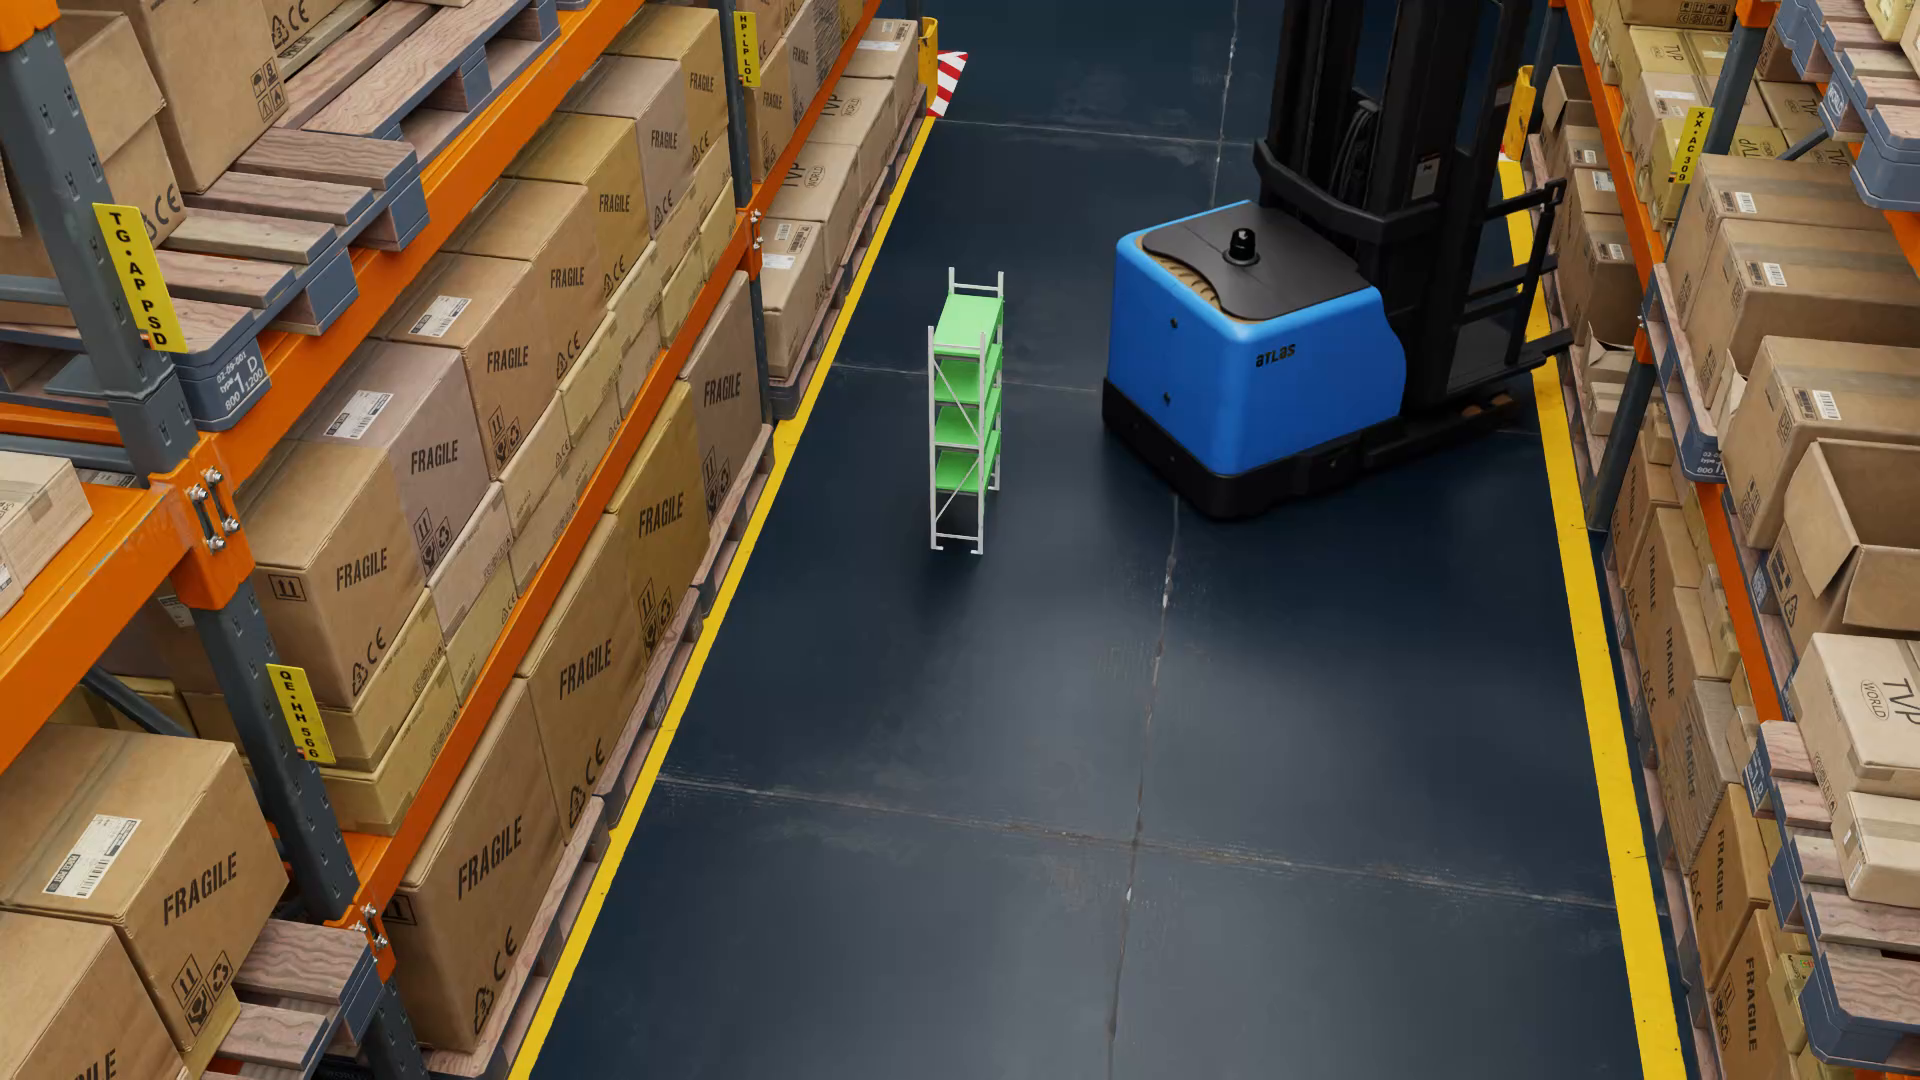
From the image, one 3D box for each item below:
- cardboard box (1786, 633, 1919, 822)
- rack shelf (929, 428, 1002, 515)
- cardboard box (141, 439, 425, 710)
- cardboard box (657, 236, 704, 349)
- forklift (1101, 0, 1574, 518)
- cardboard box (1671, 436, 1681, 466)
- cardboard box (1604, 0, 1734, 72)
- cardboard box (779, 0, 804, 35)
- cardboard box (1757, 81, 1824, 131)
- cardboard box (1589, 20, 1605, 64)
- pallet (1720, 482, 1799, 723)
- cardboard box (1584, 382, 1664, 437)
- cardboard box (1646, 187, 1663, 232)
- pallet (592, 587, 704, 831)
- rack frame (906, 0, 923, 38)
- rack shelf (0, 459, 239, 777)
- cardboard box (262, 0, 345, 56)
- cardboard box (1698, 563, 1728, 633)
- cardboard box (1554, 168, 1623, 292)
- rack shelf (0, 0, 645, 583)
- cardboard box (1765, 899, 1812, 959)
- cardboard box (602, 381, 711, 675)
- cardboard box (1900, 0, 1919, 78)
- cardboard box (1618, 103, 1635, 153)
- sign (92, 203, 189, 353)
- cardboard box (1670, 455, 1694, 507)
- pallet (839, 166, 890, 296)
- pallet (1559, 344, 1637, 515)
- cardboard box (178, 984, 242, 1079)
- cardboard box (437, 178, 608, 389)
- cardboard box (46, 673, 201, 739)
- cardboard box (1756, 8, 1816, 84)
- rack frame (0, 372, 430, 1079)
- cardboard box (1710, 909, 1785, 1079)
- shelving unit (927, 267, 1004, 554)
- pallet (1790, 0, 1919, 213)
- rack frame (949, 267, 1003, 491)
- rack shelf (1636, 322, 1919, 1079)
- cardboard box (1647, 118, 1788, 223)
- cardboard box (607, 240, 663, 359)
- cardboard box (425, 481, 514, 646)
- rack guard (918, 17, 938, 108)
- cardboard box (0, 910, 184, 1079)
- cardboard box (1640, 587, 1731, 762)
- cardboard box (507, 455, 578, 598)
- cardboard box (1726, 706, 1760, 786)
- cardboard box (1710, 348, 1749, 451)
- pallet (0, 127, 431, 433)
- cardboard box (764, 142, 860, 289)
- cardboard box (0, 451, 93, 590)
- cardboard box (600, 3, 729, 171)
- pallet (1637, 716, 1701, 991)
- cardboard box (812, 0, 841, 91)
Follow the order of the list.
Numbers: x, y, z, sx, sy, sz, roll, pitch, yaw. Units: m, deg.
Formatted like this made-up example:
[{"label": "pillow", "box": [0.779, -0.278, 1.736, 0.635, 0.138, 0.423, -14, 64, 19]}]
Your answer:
[{"label": "cardboard box", "box": [2.617, 0.529, 4.544, 0.500, 0.250, 0.500, 5, 40, 6]}, {"label": "rack shelf", "box": [0.029, -0.332, 7.687, 0.258, 0.148, 0.480, 6, 40, 8]}, {"label": "cardboard box", "box": [-1.810, 0.080, 4.436, 0.500, 0.500, 0.500, 5, 40, 6]}, {"label": "cardboard box", "box": [-1.363, -1.037, 6.768, 0.500, 0.250, 0.500, 6, 40, 7]}, {"label": "forklift", "box": [2.254, -1.915, 7.765, 3.031, 2.935, 1.130, -20, 43, -22]}, {"label": "cardboard box", "box": [3.123, -0.378, 6.743, 0.380, 0.149, 0.250, 5, 40, 6]}, {"label": "cardboard box", "box": [3.554, -2.533, 8.344, 0.500, 0.250, 0.500, 5, 40, 7]}, {"label": "cardboard box", "box": [-1.030, -2.736, 7.842, 0.500, 0.500, 0.500, 6, 40, 7]}, {"label": "cardboard box", "box": [3.877, -1.832, 7.497, 0.500, 0.250, 0.500, 6, 40, 7]}, {"label": "cardboard box", "box": [3.538, -2.614, 8.754, 0.380, 0.149, 0.250, 5, 40, 6]}, {"label": "pallet", "box": [3.085, 0.184, 5.324, 1.003, 0.211, 1.213, 6, 40, 8]}, {"label": "cardboard box", "box": [3.252, -0.624, 8.059, 0.380, 0.149, 0.250, 5, 40, 6]}, {"label": "cardboard box", "box": [3.275, -1.476, 7.378, 0.380, 0.149, 0.250, 7, 40, 9]}, {"label": "pallet", "box": [-1.712, 0.611, 6.845, 1.003, 0.211, 1.213, 6, 40, 8]}, {"label": "rack frame", "box": [-0.752, -4.234, 10.517, 1.000, 3.000, 0.127, 6, 40, 8]}, {"label": "rack shelf", "box": [-2.483, 1.163, 2.200, 1.077, 0.370, 4.000, 6, 40, 8]}, {"label": "cardboard box", "box": [-2.117, -1.708, 4.700, 0.500, 0.500, 0.500, 7, 40, 8]}, {"label": "cardboard box", "box": [3.002, 0.239, 6.230, 0.380, 0.149, 0.250, 6, 40, 8]}, {"label": "cardboard box", "box": [3.562, -1.662, 9.038, 0.500, 0.500, 0.500, 7, 40, 8]}, {"label": "rack shelf", "box": [-1.790, -1.348, 5.236, 1.077, 0.370, 4.000, 6, 40, 8]}, {"label": "cardboard box", "box": [2.695, 1.210, 5.056, 0.380, 0.149, 0.250, 5, 40, 6]}, {"label": "cardboard box", "box": [-1.621, -0.101, 6.856, 0.875, 0.875, 0.875, 7, 40, 9]}, {"label": "cardboard box", "box": [2.761, -1.328, 4.437, 0.380, 0.149, 0.250, 7, 40, 9]}, {"label": "cardboard box", "box": [3.385, -1.967, 7.972, 0.380, 0.149, 0.250, 6, 40, 7]}, {"label": "sign", "box": [-1.602, -0.508, 3.250, 0.100, 0.325, 0.005, 6, 40, 8]}, {"label": "cardboard box", "box": [3.149, -0.249, 6.821, 0.380, 0.149, 0.250, 5, 40, 6]}, {"label": "pallet", "box": [-1.027, -1.886, 9.865, 1.003, 0.211, 1.213, 6, 40, 8]}, {"label": "pallet", "box": [3.565, -0.535, 8.232, 1.003, 0.211, 1.213, 6, 40, 8]}, {"label": "cardboard box", "box": [-1.937, 1.129, 3.898, 0.380, 0.149, 0.250, 7, 40, 8]}, {"label": "cardboard box", "box": [-1.539, -0.872, 5.587, 0.500, 0.500, 0.500, 7, 40, 8]}, {"label": "cardboard box", "box": [-2.303, 0.319, 4.735, 0.500, 0.250, 0.500, 6, 40, 8]}, {"label": "cardboard box", "box": [3.965, -2.430, 7.631, 0.500, 0.500, 0.500, 5, 40, 6]}, {"label": "rack frame", "box": [-2.137, 0.786, 4.445, 1.000, 3.000, 0.127, 6, 40, 8]}, {"label": "cardboard box", "box": [2.711, 1.531, 5.177, 0.500, 0.500, 0.500, 6, 40, 7]}, {"label": "shelving unit", "box": [0.029, -0.566, 7.493, 0.258, 1.200, 0.503, 6, 40, 8]}, {"label": "pallet", "box": [3.087, -1.210, 4.653, 1.213, 0.211, 1.003, 6, 40, 8]}, {"label": "rack frame", "box": [0.071, -0.719, 7.679, 0.240, 1.200, 0.015, 6, 40, 8]}, {"label": "rack shelf", "box": [3.099, 0.353, 5.533, 1.077, 0.370, 4.000, 6, 40, 8]}, {"label": "cardboard box", "box": [3.293, -1.582, 7.194, 0.500, 0.250, 0.500, 7, 40, 9]}, {"label": "cardboard box", "box": [-1.444, -0.915, 6.228, 0.500, 0.250, 0.500, 7, 40, 9]}, {"label": "cardboard box", "box": [-1.715, 0.036, 5.077, 0.500, 0.250, 0.500, 7, 40, 9]}, {"label": "rack guard", "box": [-0.748, -3.286, 11.332, 1.175, 0.500, 0.348, 6, 40, 8]}, {"label": "cardboard box", "box": [-2.020, 1.113, 3.408, 0.500, 0.500, 0.500, 6, 40, 7]}, {"label": "cardboard box", "box": [2.967, 0.549, 6.364, 0.500, 0.500, 0.500, 5, 40, 6]}, {"label": "cardboard box", "box": [-1.636, -0.088, 5.620, 0.500, 0.250, 0.500, 8, 40, 9]}, {"label": "cardboard box", "box": [2.846, 0.716, 5.653, 0.380, 0.149, 0.250, 5, 40, 6]}, {"label": "cardboard box", "box": [2.827, -0.460, 5.728, 0.396, 0.266, 0.258, 8, 40, 10]}, {"label": "pallet", "box": [-2.077, -0.707, 4.045, 1.213, 0.211, 1.003, 8, 40, 10]}, {"label": "cardboard box", "box": [-1.076, -1.843, 9.306, 0.875, 0.438, 0.875, 5, 40, 6]}, {"label": "cardboard box", "box": [-1.984, -0.052, 3.302, 0.380, 0.149, 0.250, 6, 40, 8]}, {"label": "cardboard box", "box": [-1.274, -1.840, 6.758, 0.500, 0.500, 0.500, 8, 40, 9]}, {"label": "pallet", "box": [3.133, 1.178, 6.159, 1.003, 0.211, 1.213, 6, 40, 8]}, {"label": "cardboard box", "box": [-0.922, -2.655, 8.529, 0.500, 0.500, 0.500, 7, 40, 8]}]
